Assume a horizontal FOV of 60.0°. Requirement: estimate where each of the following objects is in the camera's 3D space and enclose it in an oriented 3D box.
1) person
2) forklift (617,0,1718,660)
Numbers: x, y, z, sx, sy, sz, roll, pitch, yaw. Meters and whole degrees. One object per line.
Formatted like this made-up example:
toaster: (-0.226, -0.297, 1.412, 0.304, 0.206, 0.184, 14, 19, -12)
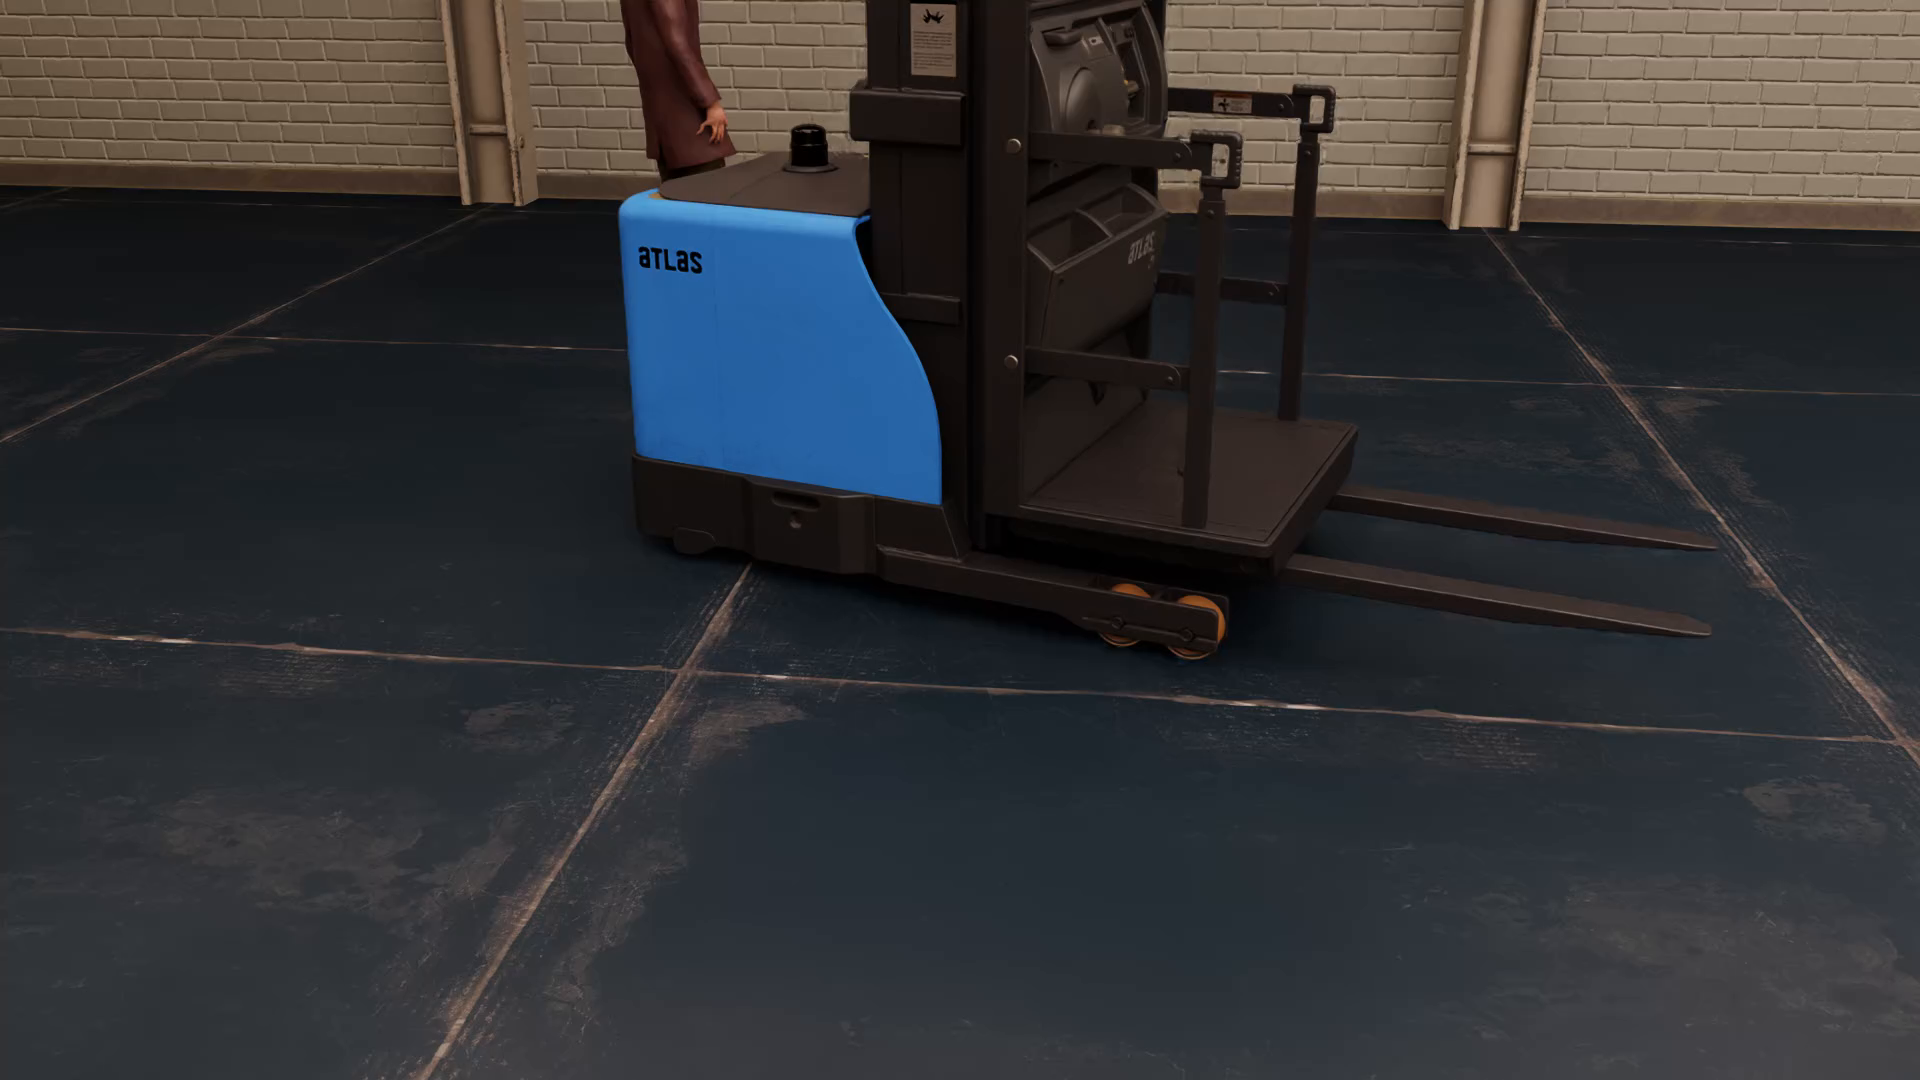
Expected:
person: (-1.268, -2.011, 7.733, 0.455, 1.746, 0.705, -13, 25, -30)
forklift: (0.567, -1.269, 4.406, 3.031, 2.935, 1.130, 10, 24, 23)
